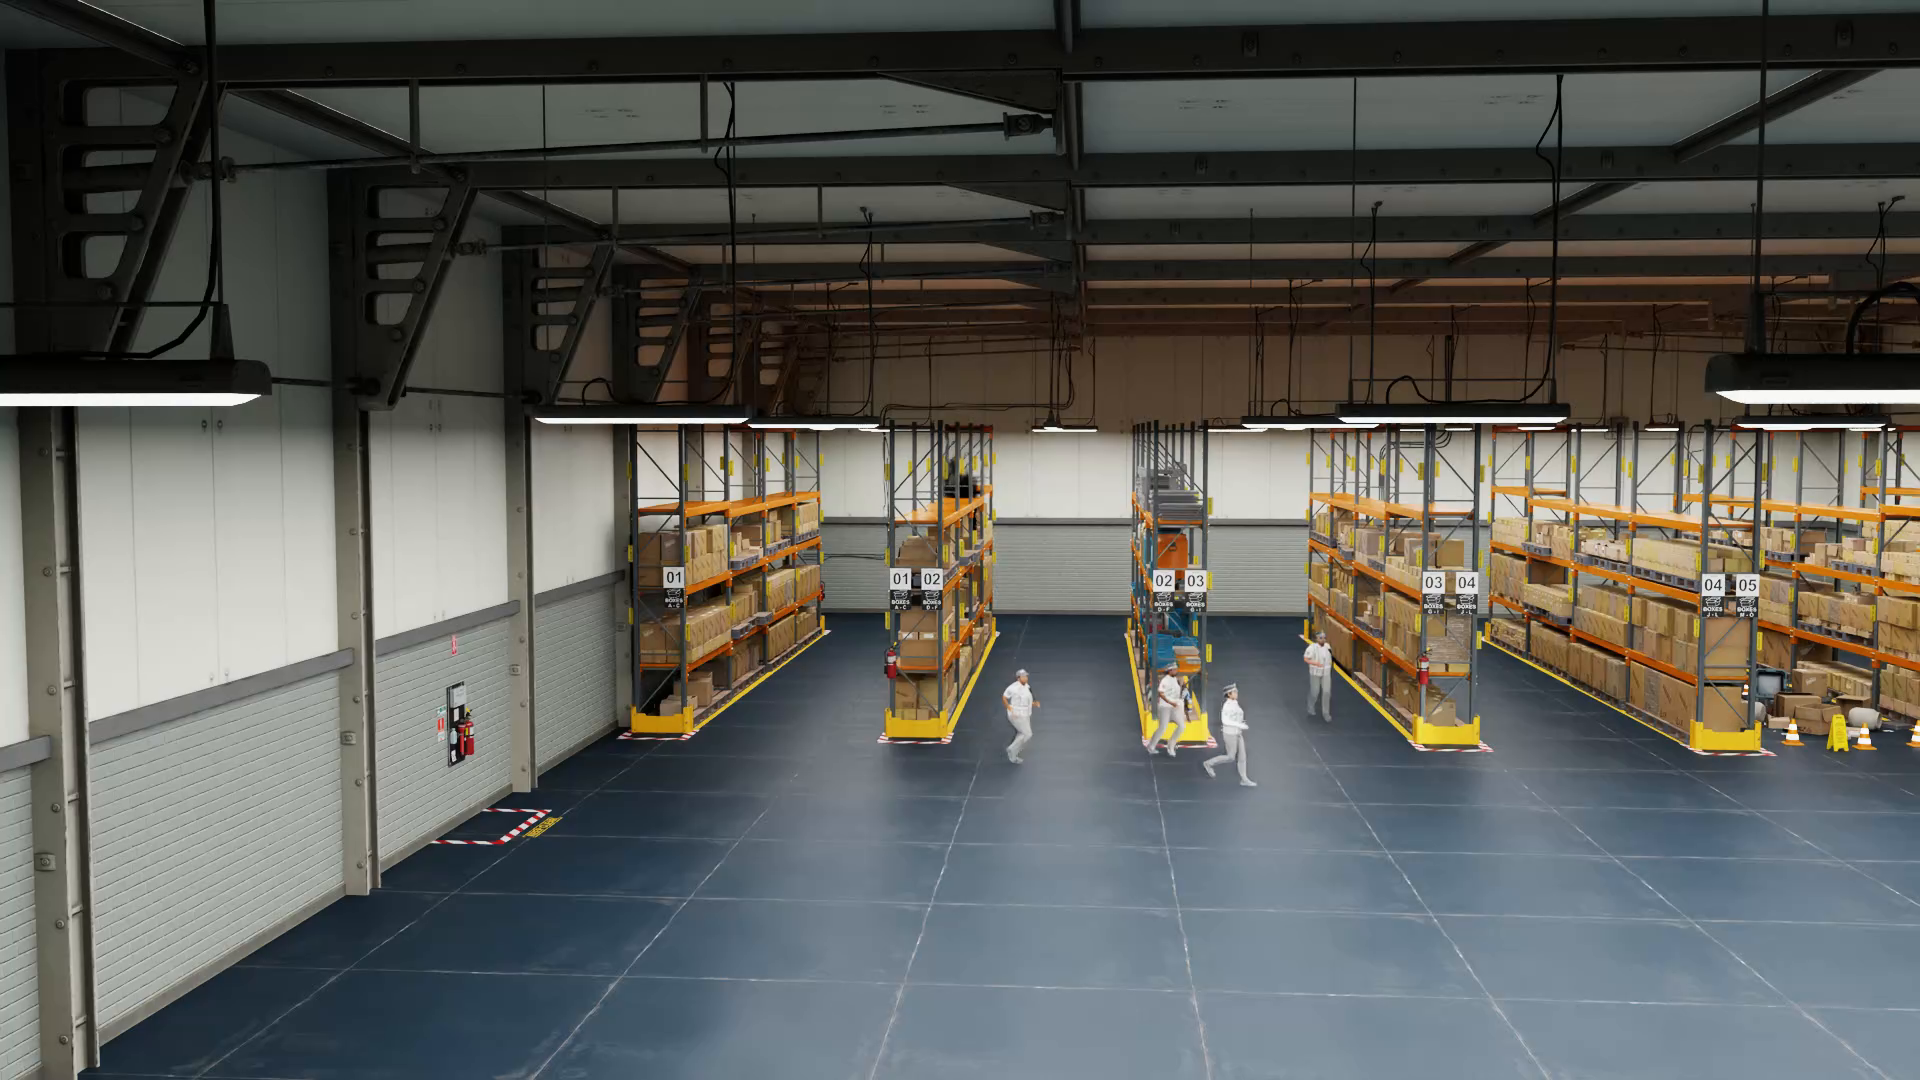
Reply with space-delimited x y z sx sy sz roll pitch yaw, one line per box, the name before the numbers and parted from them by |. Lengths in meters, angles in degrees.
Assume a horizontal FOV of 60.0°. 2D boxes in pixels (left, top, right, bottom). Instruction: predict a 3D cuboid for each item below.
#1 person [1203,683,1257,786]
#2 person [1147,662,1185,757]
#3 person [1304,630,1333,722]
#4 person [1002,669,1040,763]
person | 4.415 3.158 27.068 0.890 1.669 0.618 2 4 25
person | 3.748 3.020 29.749 0.653 1.688 0.646 3 5 43
person | 7.245 2.710 33.564 0.652 1.809 0.902 0 4 -6
person | 1.099 3.067 28.969 0.584 1.633 0.586 2 4 33
